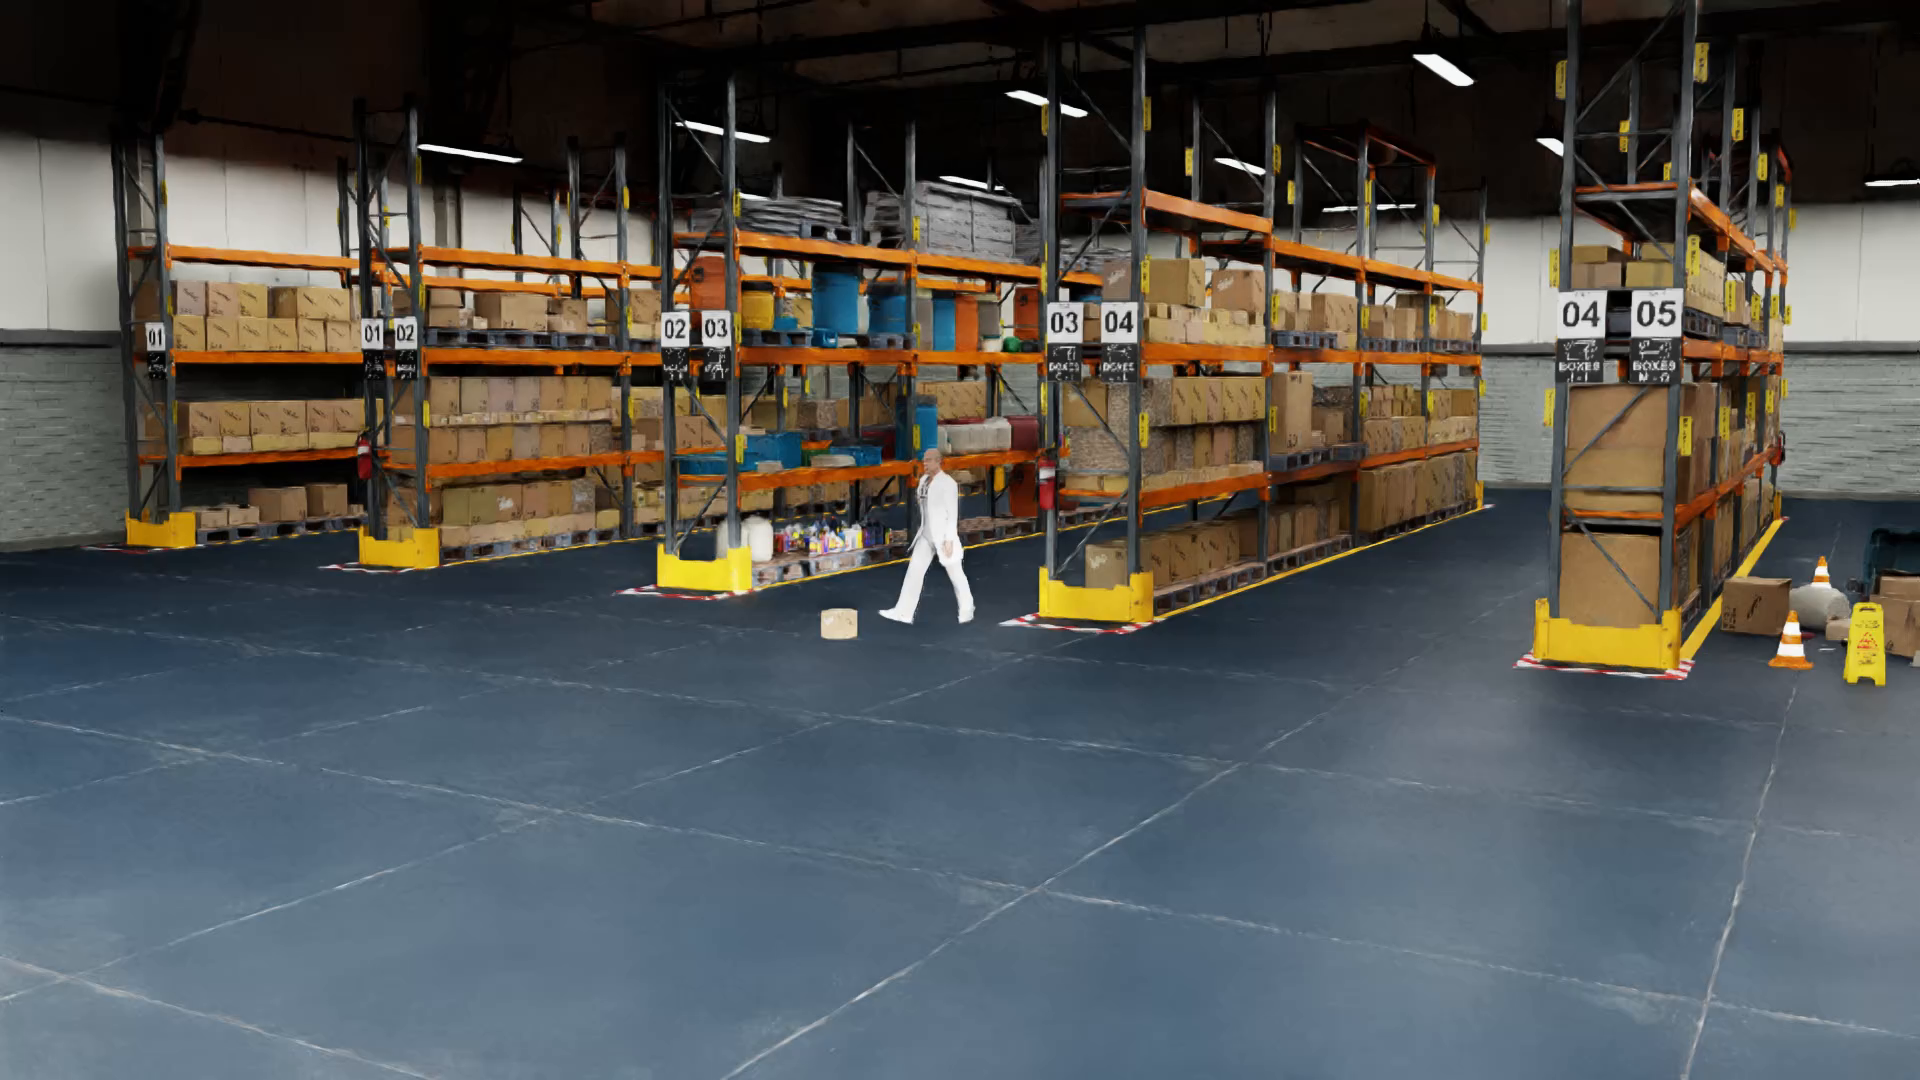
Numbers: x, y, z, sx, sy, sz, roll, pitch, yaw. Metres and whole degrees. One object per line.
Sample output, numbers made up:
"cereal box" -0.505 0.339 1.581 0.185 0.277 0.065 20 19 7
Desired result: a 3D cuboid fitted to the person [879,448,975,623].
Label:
"person" -0.274 -0.039 16.441 0.973 1.738 0.630 -5 8 -41
